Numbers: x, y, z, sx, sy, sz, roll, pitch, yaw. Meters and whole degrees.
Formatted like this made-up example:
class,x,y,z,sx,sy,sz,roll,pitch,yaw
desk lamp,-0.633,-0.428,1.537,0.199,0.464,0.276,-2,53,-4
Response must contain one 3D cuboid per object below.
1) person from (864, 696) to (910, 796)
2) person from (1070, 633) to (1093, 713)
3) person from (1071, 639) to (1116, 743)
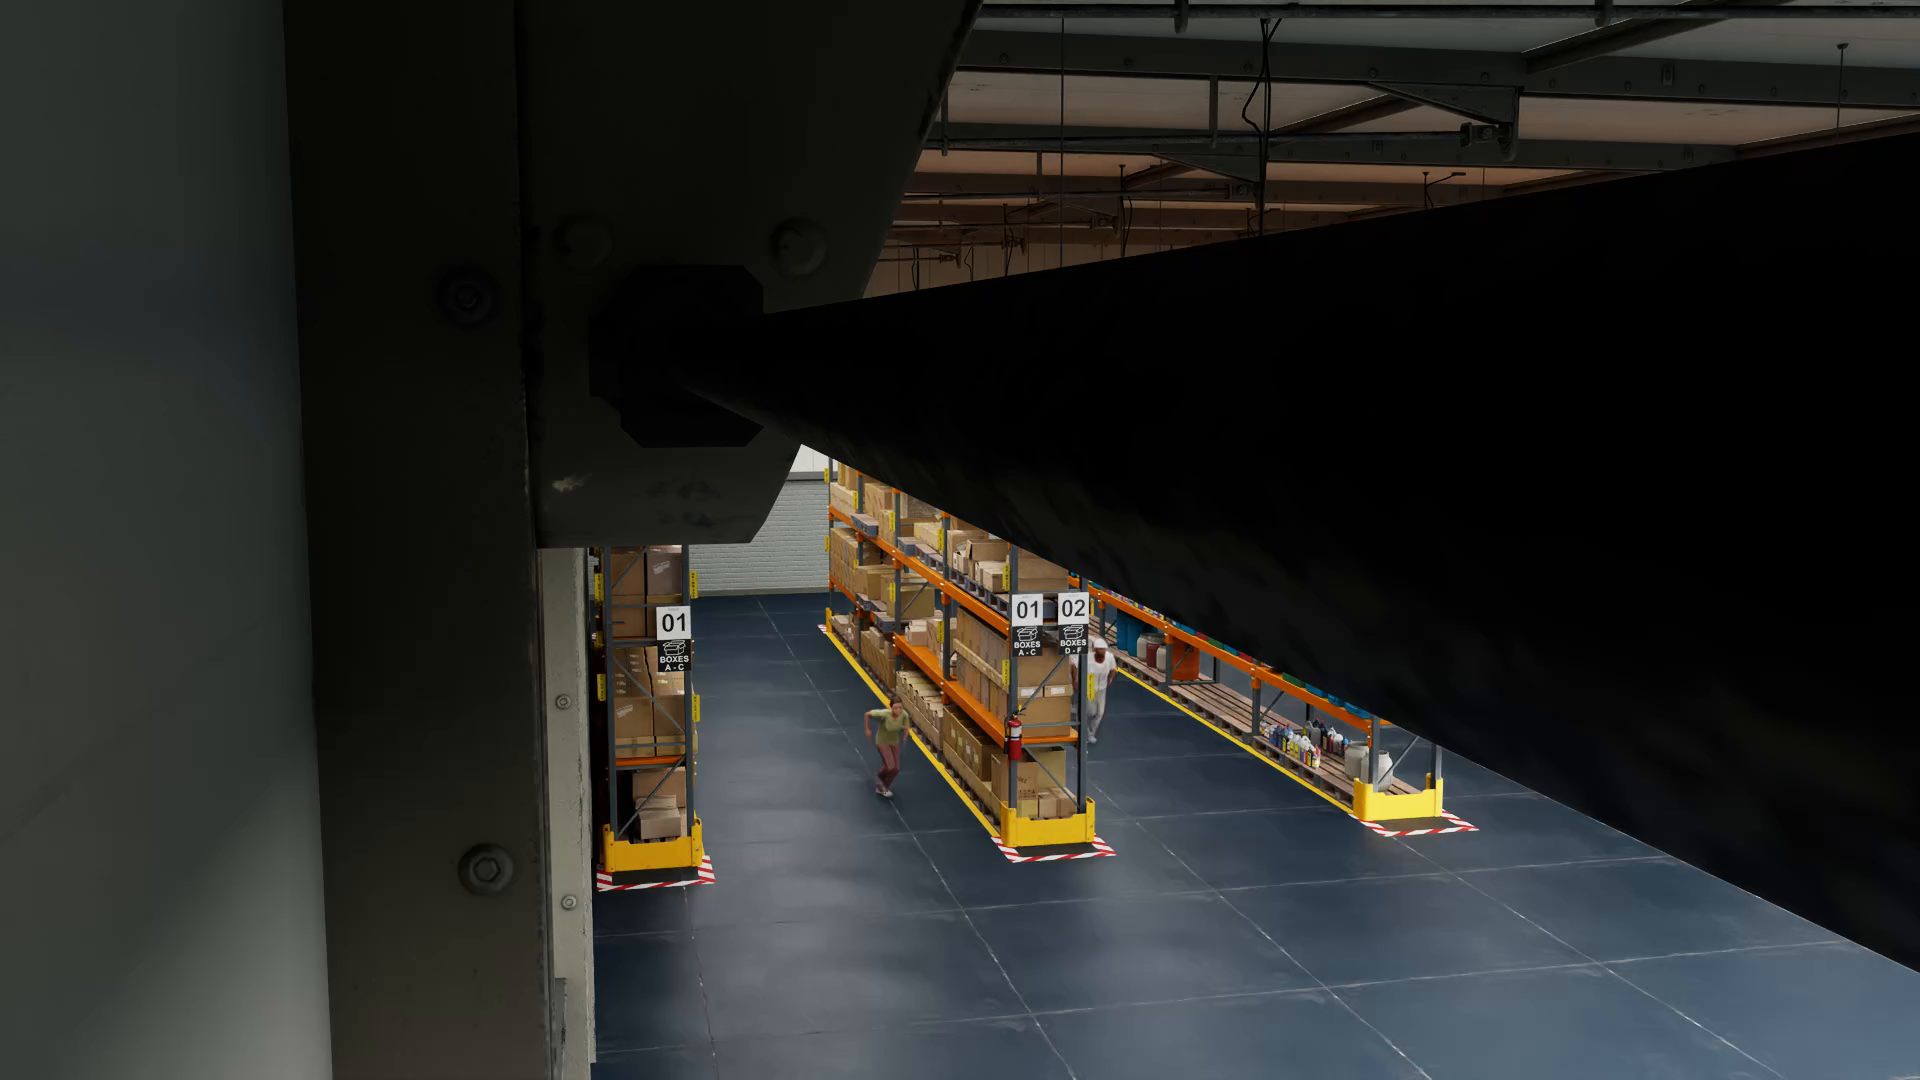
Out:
class,x,y,z,sx,sy,sz,roll,pitch,yaw
person,-1.003,2.864,23.010,0.605,1.504,0.804,-3,7,-25
person,1.970,2.097,28.501,0.675,1.736,0.653,-1,7,-11
person,2.134,2.375,26.470,0.693,1.689,0.782,-3,7,-22
